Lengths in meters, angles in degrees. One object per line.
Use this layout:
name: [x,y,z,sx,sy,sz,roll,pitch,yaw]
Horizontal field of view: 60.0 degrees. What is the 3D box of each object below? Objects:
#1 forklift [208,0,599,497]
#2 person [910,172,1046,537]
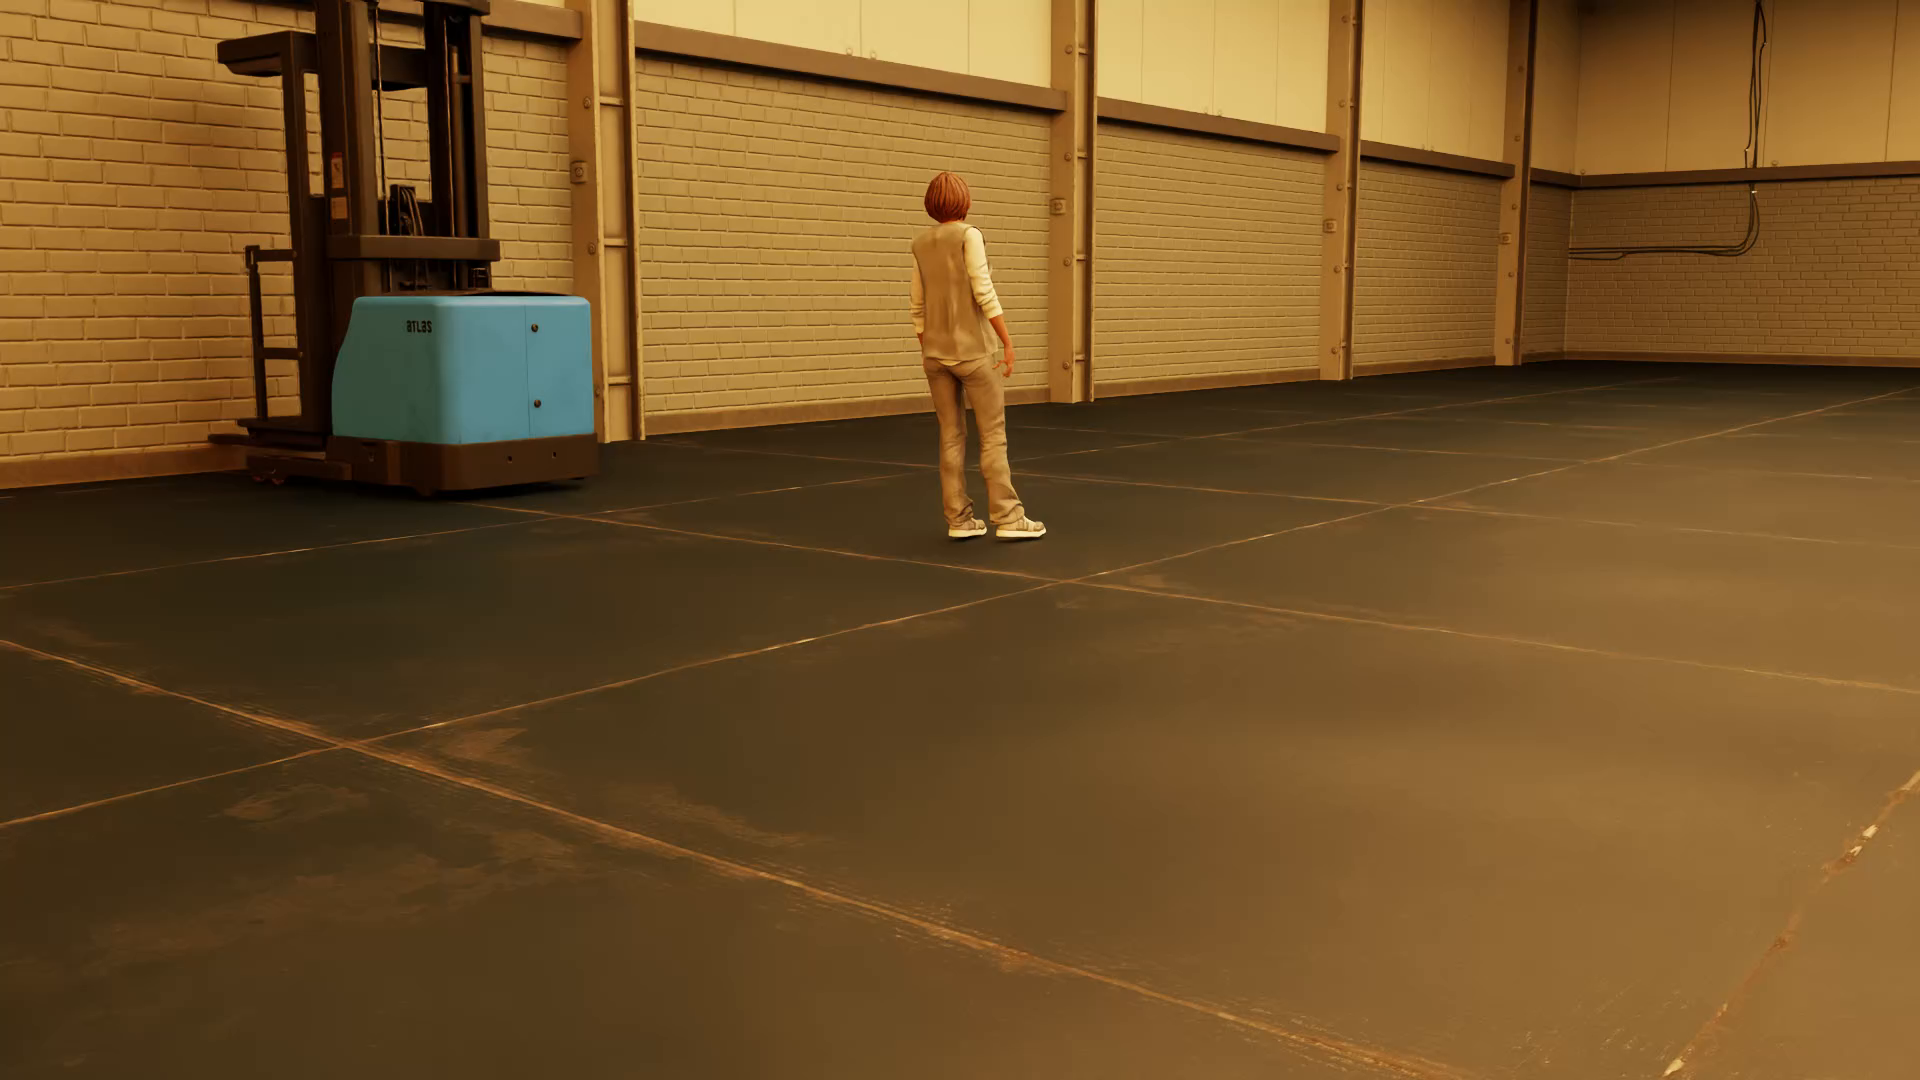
forklift: [-3.537,-1.821,9.725,3.031,2.935,1.130,6,10,36]
person: [0.058,-0.801,7.338,0.521,1.592,0.473,7,11,38]
